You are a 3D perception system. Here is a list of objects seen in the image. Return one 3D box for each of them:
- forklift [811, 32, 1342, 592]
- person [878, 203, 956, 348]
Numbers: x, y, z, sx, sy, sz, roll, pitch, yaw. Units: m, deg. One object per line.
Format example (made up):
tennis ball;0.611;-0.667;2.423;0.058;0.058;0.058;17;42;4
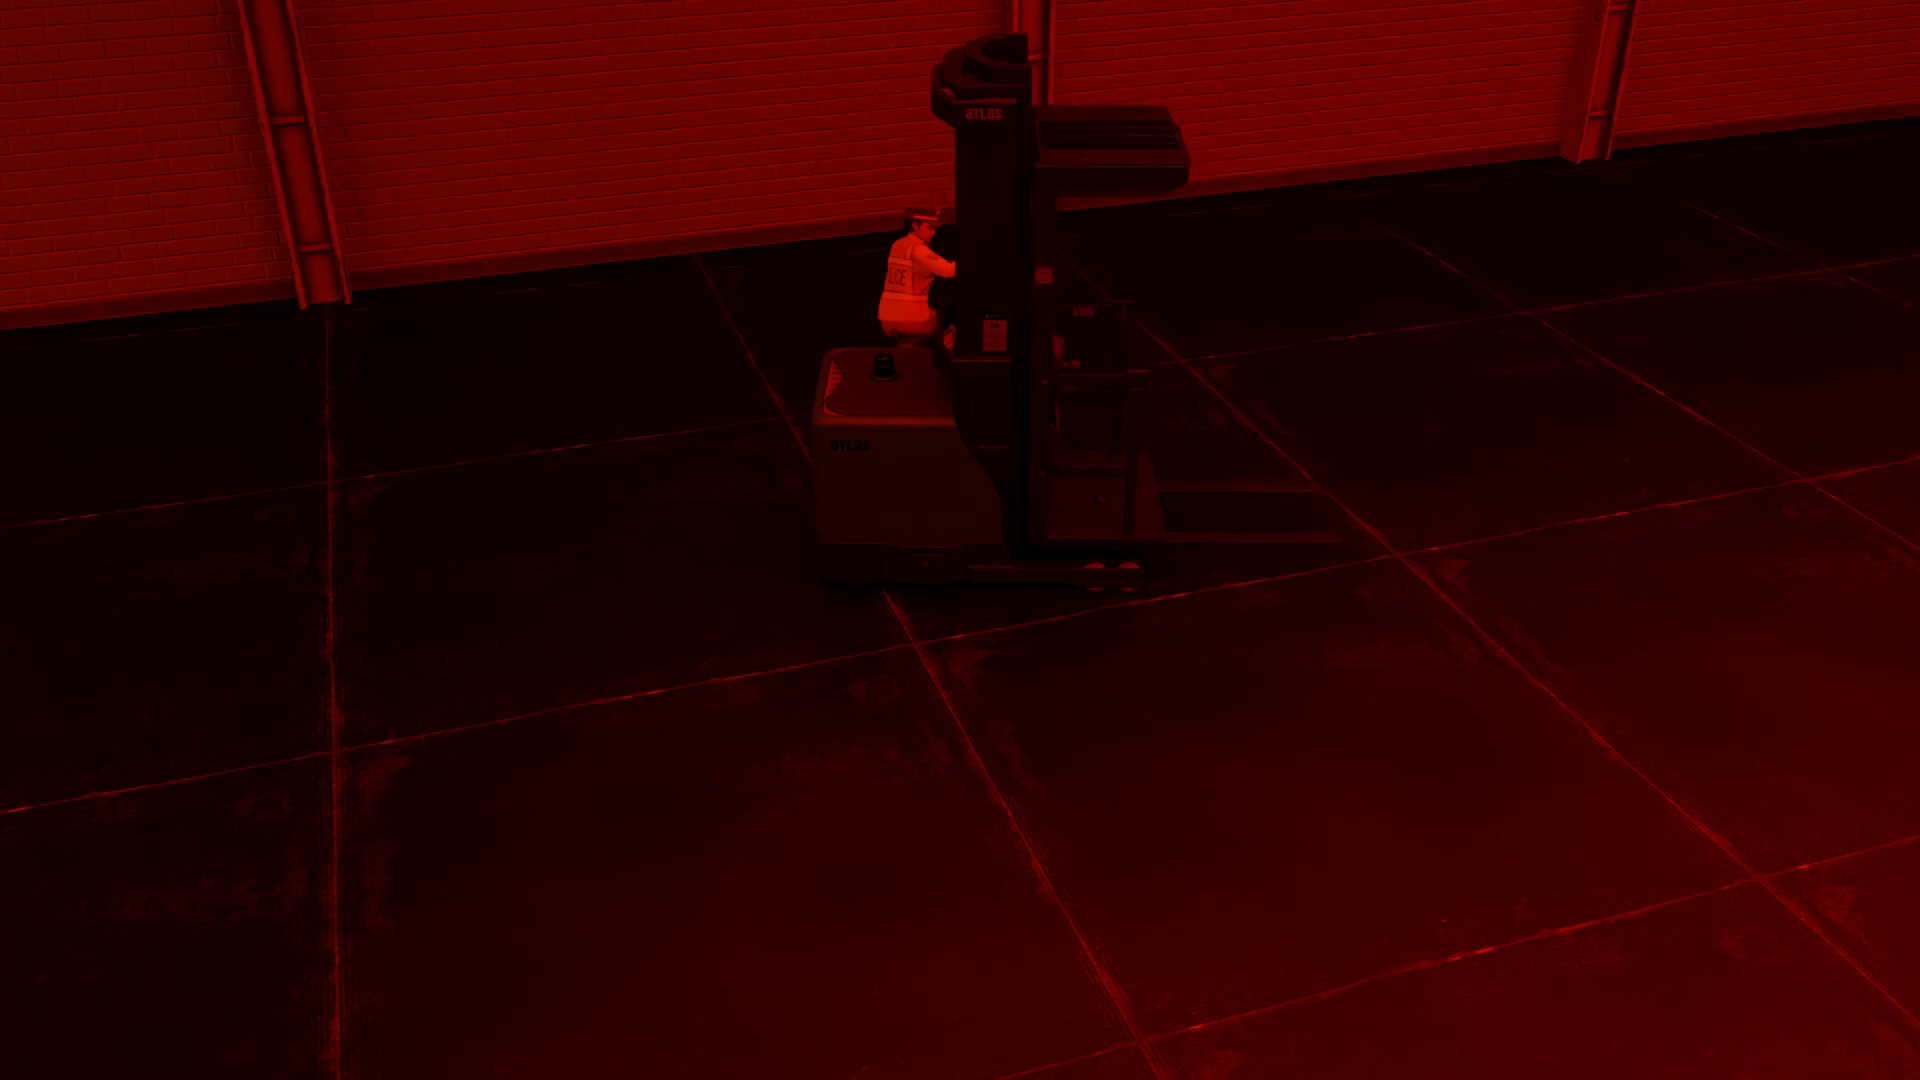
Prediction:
forklift;0.689;-1.241;9.245;3.031;2.935;1.130;0;30;0
person;-0.170;-1.657;11.509;0.729;1.394;0.898;23;37;34
